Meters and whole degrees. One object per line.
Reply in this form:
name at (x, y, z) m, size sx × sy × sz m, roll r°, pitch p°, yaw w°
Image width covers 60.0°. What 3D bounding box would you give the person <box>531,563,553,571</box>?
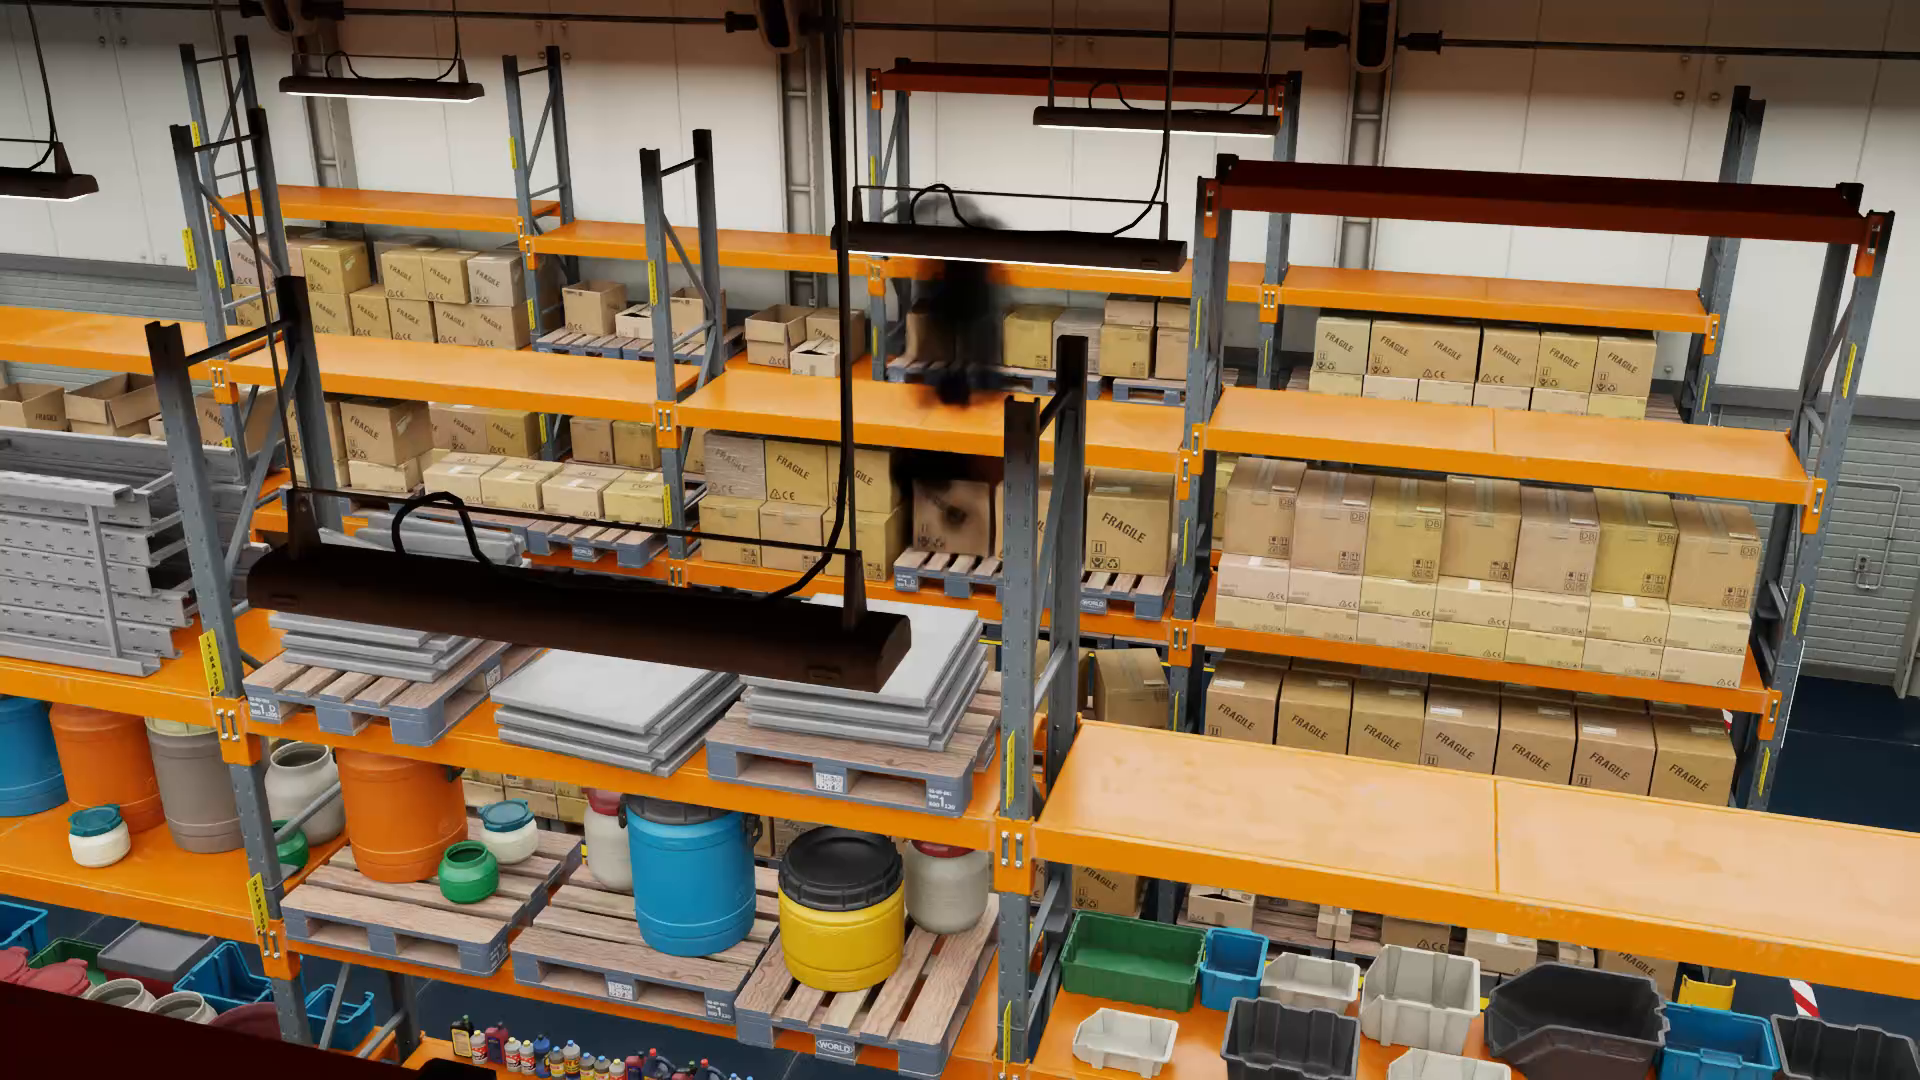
person at (-4.132, 0.885, 16.343) m, size 0.948 × 1.798 × 0.726 m, roll 7°, pitch 24°, yaw 17°
